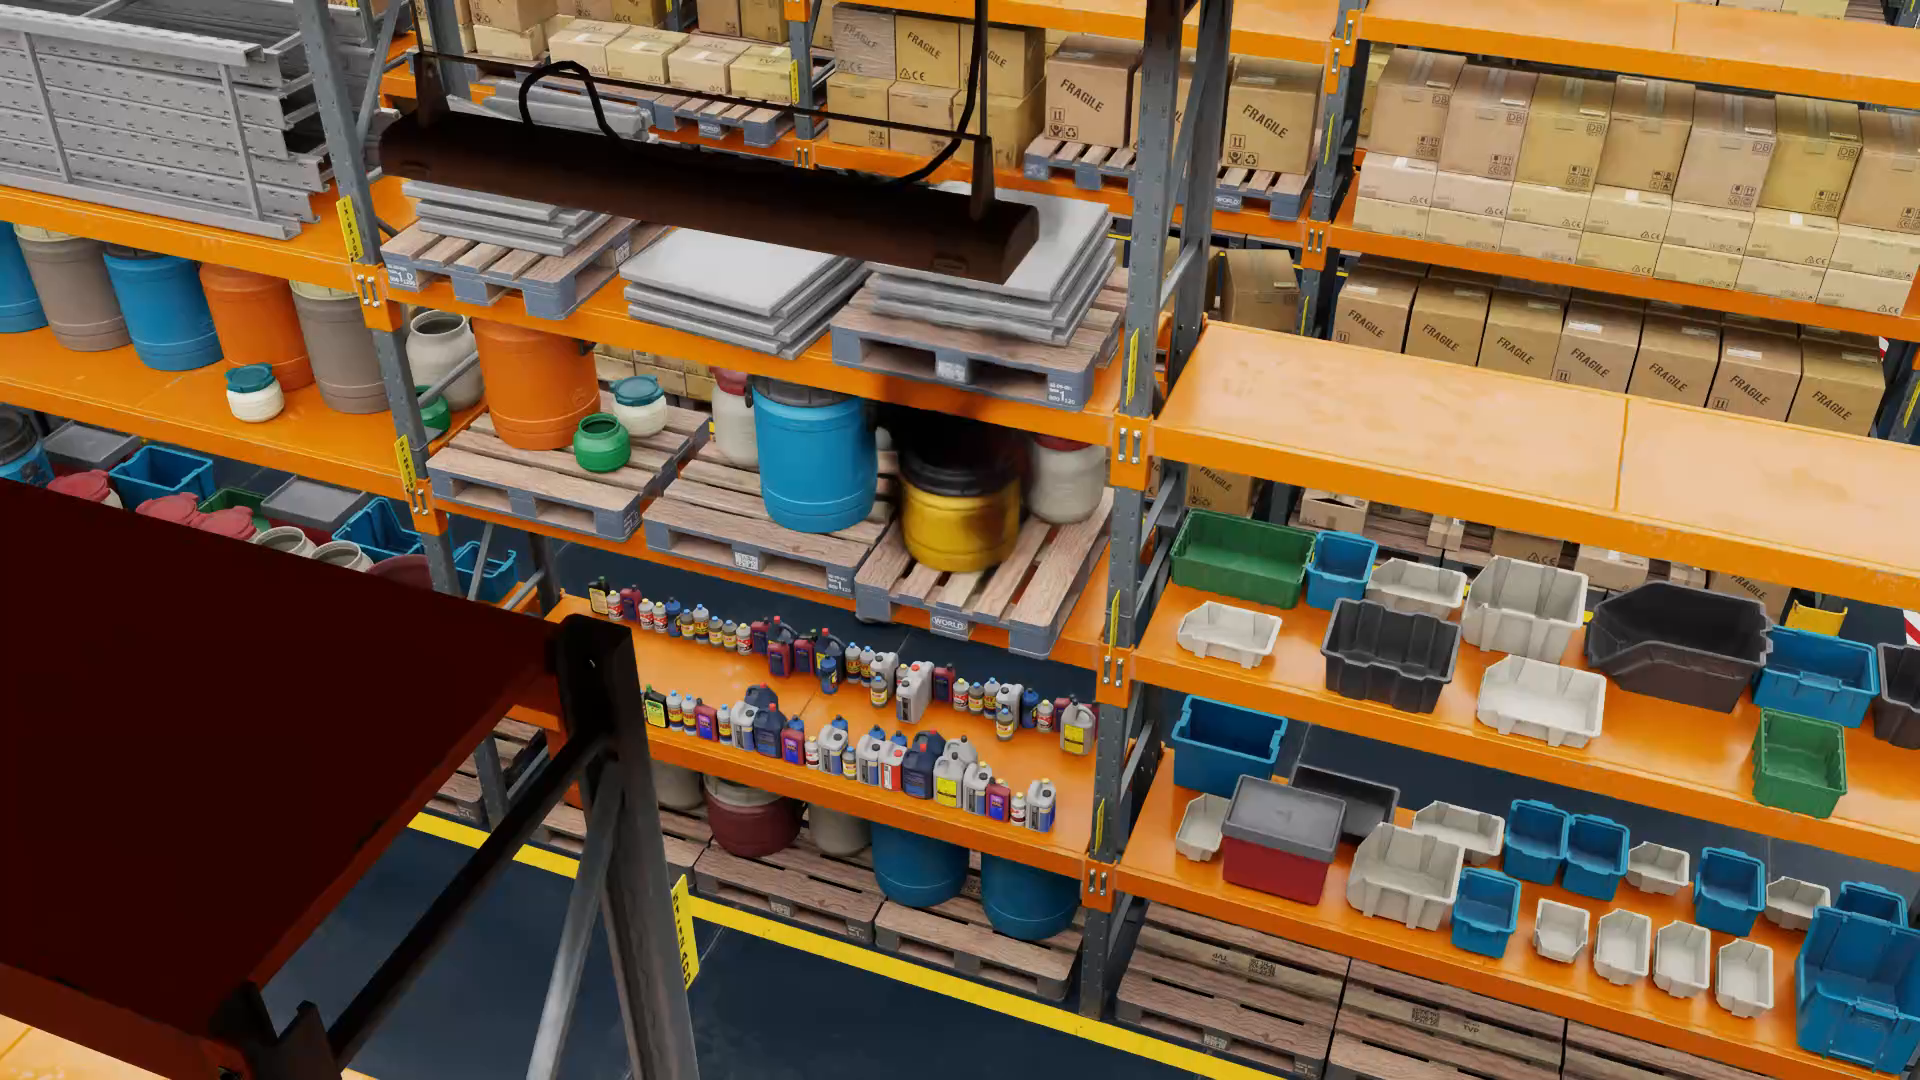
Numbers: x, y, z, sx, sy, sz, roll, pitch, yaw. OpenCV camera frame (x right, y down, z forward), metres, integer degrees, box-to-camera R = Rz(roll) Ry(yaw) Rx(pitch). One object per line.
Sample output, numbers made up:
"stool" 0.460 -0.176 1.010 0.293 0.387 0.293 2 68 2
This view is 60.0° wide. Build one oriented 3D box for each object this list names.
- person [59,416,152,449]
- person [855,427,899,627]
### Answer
"person" -7.171 -1.229 13.606 0.801 1.739 0.685 5 37 7
"person" -0.608 -0.090 12.065 0.576 1.721 0.679 9 37 12
